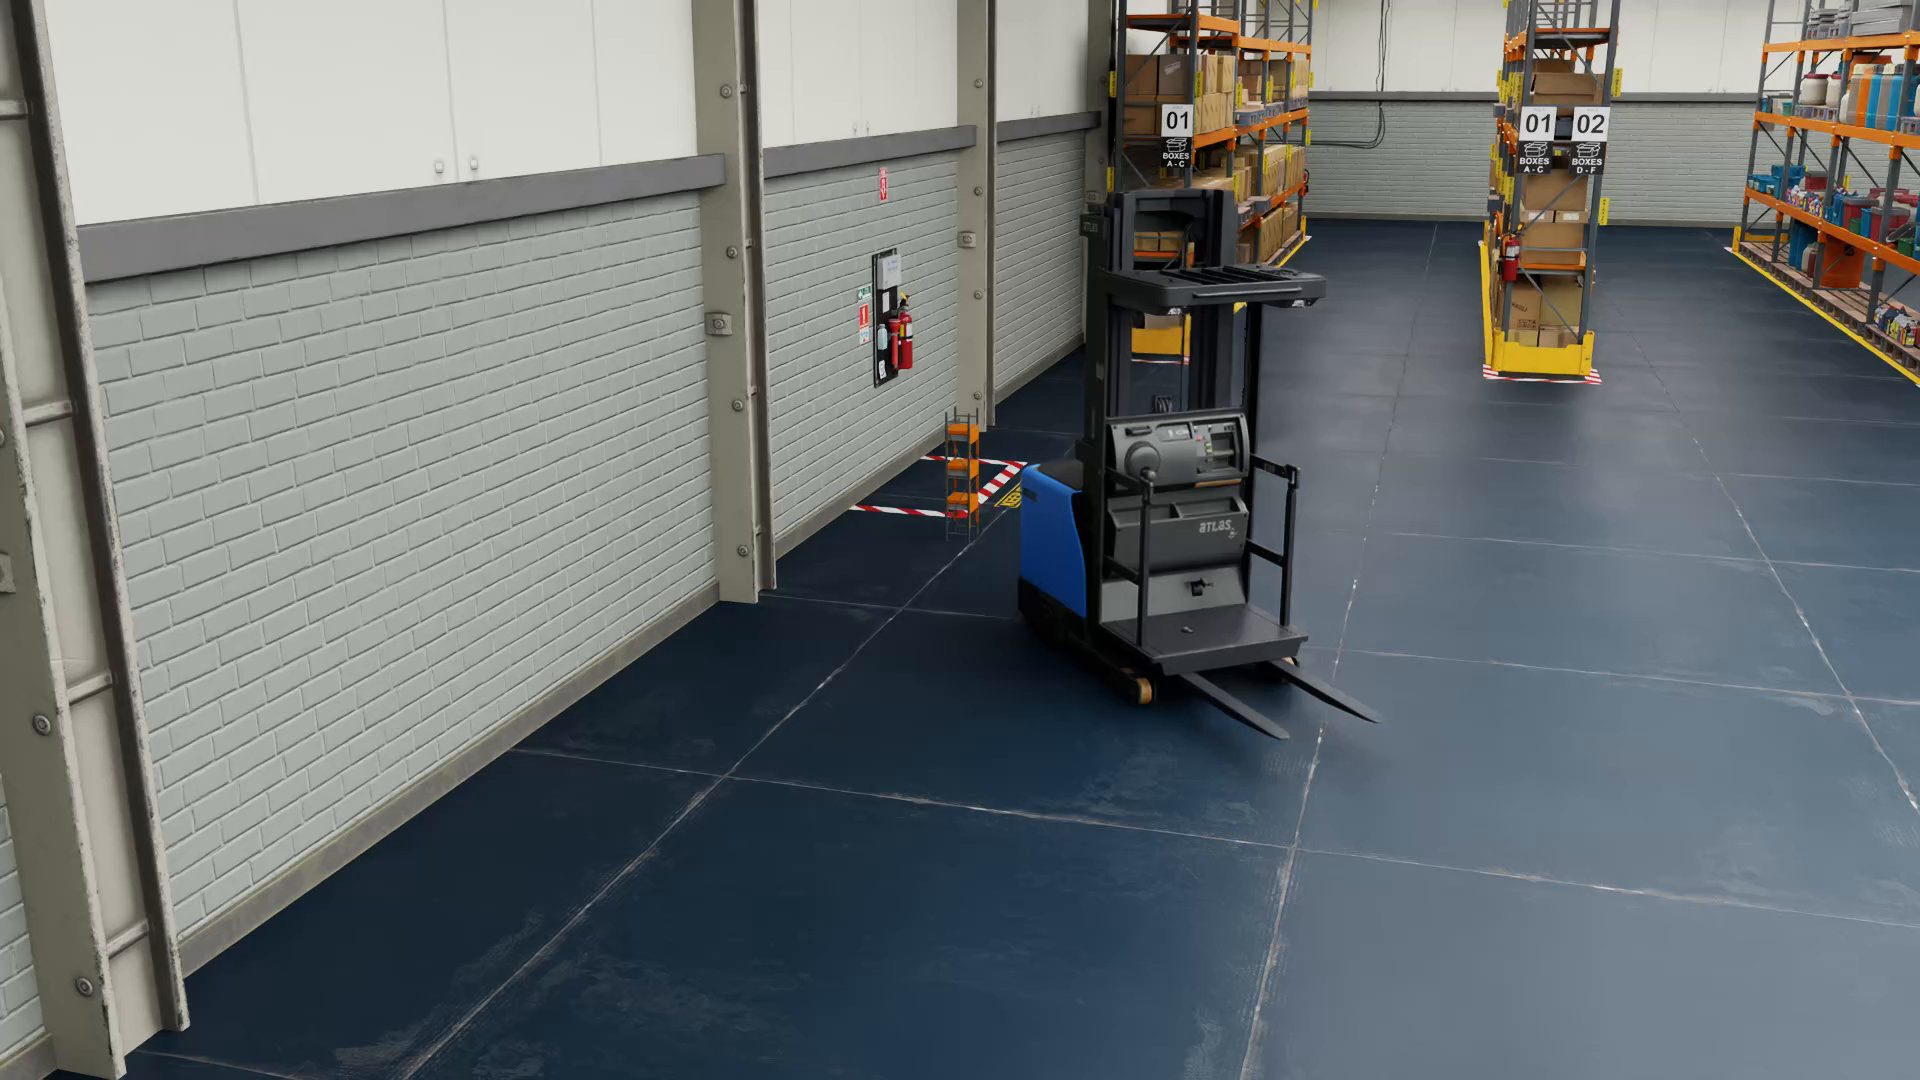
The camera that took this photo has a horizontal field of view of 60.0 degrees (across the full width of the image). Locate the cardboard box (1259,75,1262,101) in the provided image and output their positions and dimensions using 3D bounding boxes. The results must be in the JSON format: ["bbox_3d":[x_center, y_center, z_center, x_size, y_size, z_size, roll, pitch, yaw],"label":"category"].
[{"bbox_3d":[5.129,-8.161,30.117,0.700,0.500,0.500,6,17,19],"label":"cardboard box"}]

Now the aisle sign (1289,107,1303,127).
[{"bbox_3d":[7.357,-9.379,36.136,0.394,0.787,0.004,5,16,16],"label":"aisle sign"}]

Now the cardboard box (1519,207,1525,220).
[{"bbox_3d":[7.252,-4.107,20.942,0.380,0.149,0.250,5,17,17],"label":"cardboard box"}]

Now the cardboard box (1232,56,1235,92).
[{"bbox_3d":[3.757,-6.823,24.339,0.500,0.500,0.500,3,16,11],"label":"cardboard box"}]

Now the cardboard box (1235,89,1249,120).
[{"bbox_3d":[4.319,-7.210,27.531,0.797,0.503,0.637,7,17,24],"label":"cardboard box"}]

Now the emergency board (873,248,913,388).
[{"bbox_3d":[-0.572,-1.984,14.827,0.194,1.169,0.643,5,16,16],"label":"emergency board"}]

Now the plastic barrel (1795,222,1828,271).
[{"bbox_3d":[15.039,-5.185,29.187,0.600,0.901,0.708,5,16,16],"label":"plastic barrel"}]

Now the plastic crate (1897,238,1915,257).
[{"bbox_3d":[12.481,-3.790,21.583,0.450,0.188,0.662,5,16,16],"label":"plastic crate"}]

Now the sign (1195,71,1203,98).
[{"bbox_3d":[3.023,-5.769,21.071,0.100,0.325,0.005,5,16,16],"label":"sign"}]

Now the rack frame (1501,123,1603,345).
[{"bbox_3d":[7.253,-3.564,20.397,1.000,3.000,0.127,5,16,16],"label":"rack frame"}]

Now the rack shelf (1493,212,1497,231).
[{"bbox_3d":[10.095,-5.834,29.719,1.077,0.370,4.000,5,16,16],"label":"rack shelf"}]

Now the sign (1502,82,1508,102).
[{"bbox_3d":[9.007,-7.391,27.447,0.100,0.325,0.005,5,16,16],"label":"sign"}]

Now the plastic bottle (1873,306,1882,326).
[{"bbox_3d":[12.627,-3.075,22.867,0.097,0.271,0.097,0,16,0],"label":"plastic bottle"}]

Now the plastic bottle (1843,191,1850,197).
[{"bbox_3d":[14.967,-5.717,28.079,0.144,0.351,0.185,5,16,16],"label":"plastic bottle"}]

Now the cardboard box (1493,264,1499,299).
[{"bbox_3d":[7.823,-3.622,23.497,0.500,0.500,0.500,5,16,16],"label":"cardboard box"}]

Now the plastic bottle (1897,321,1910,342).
[{"bbox_3d":[12.240,-2.695,21.518,0.152,0.276,0.135,4,16,14],"label":"plastic bottle"}]

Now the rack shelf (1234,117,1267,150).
[{"bbox_3d":[4.208,-6.614,26.971,1.077,0.370,4.000,5,16,16],"label":"rack shelf"}]

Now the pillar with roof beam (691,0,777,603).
[{"bbox_3d":[2.589,-3.610,9.566,9.100,9.000,0.400,5,16,16],"label":"pillar with roof beam"}]

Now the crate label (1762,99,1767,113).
[{"bbox_3d":[15.976,-8.520,32.646,0.408,0.251,0.502,5,16,16],"label":"crate label"}]

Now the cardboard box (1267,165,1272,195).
[{"bbox_3d":[5.317,-6.484,29.929,0.500,0.500,0.500,5,17,18],"label":"cardboard box"}]

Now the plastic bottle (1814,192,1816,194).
[{"bbox_3d":[14.797,-5.913,28.907,0.152,0.276,0.135,5,16,16],"label":"plastic bottle"}]

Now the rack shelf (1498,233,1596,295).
[{"bbox_3d":[7.821,-3.741,22.340,1.077,0.370,4.000,5,16,16],"label":"rack shelf"}]

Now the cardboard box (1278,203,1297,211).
[{"bbox_3d":[7.013,-7.139,35.624,0.380,0.149,0.250,5,17,17],"label":"cardboard box"}]

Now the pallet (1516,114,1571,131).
[{"bbox_3d":[7.824,-5.468,21.774,1.003,0.211,1.213,5,16,16],"label":"pallet"}]

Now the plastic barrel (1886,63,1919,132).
[{"bbox_3d":[13.074,-6.059,22.780,0.600,0.901,0.708,5,16,16],"label":"plastic barrel"}]

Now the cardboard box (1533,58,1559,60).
[{"bbox_3d":[9.656,-7.743,27.618,0.500,0.500,0.500,5,16,16],"label":"cardboard box"}]

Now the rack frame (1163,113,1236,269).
[{"bbox_3d":[3.639,-4.994,25.438,1.000,3.000,0.127,5,16,16],"label":"rack frame"}]

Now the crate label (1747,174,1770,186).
[{"bbox_3d":[16.162,-7.274,33.675,0.416,0.233,0.303,5,16,16],"label":"crate label"}]

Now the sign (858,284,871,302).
[{"bbox_3d":[-0.818,-2.120,14.270,0.001,0.109,0.331,5,16,16],"label":"sign"}]

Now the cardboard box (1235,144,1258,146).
[{"bbox_3d":[5.532,-7.548,32.305,0.500,0.250,0.500,5,17,18],"label":"cardboard box"}]

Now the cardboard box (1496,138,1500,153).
[{"bbox_3d":[10.845,-7.651,32.791,0.500,0.500,0.500,5,17,16],"label":"cardboard box"}]

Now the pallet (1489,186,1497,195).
[{"bbox_3d":[10.331,-6.410,30.785,1.003,0.211,1.213,5,16,16],"label":"pallet"}]

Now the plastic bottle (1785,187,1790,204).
[{"bbox_3d":[14.898,-6.199,29.903,0.061,0.283,0.133,5,16,16],"label":"plastic bottle"}]

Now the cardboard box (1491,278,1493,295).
[{"bbox_3d":[8.666,-4.020,26.274,0.500,0.250,0.500,5,17,17],"label":"cardboard box"}]

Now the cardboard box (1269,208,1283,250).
[{"bbox_3d":[5.853,-6.074,32.418,0.750,0.750,0.750,5,17,17],"label":"cardboard box"}]

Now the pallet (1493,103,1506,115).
[{"bbox_3d":[10.411,-7.891,30.500,1.213,0.211,1.003,5,16,16],"label":"pallet"}]

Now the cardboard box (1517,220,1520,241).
[{"bbox_3d":[7.835,-4.138,22.240,0.700,0.500,0.500,5,17,18],"label":"cardboard box"}]

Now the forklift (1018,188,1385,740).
[{"bbox_3d":[1.426,-0.559,9.928,1.130,2.935,3.031,-6,17,-22],"label":"forklift"}]

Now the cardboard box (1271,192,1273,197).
[{"bbox_3d":[5.685,-6.536,31.299,0.380,0.149,0.250,4,16,14],"label":"cardboard box"}]

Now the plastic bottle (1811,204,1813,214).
[{"bbox_3d":[14.235,-5.532,27.699,0.097,0.201,0.097,0,16,0],"label":"plastic bottle"}]

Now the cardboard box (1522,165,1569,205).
[{"bbox_3d":[7.557,-4.509,21.169,0.700,0.500,0.500,4,16,14],"label":"cardboard box"}]

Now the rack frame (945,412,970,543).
[{"bbox_3d":[-0.019,-0.487,13.123,0.200,1.050,0.008,5,16,16],"label":"rack frame"}]

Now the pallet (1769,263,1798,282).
[{"bbox_3d":[15.152,-4.778,29.788,1.003,0.211,1.213,5,16,16],"label":"pallet"}]

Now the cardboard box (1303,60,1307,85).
[{"bbox_3d":[6.950,-9.772,34.736,0.500,0.500,0.500,5,17,18],"label":"cardboard box"}]

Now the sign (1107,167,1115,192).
[{"bbox_3d":[1.976,-4.704,21.717,0.100,0.325,0.005,5,16,16],"label":"sign"}]

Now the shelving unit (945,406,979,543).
[{"bbox_3d":[0.015,-0.519,13.235,0.215,1.050,0.252,5,16,16],"label":"shelving unit"}]

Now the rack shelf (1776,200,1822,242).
[{"bbox_3d":[14.843,-5.449,28.362,1.077,0.370,4.000,5,16,16],"label":"rack shelf"}]

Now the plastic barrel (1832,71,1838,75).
[{"bbox_3d":[15.346,-7.799,28.719,0.600,0.588,0.600,0,16,0],"label":"plastic barrel"}]

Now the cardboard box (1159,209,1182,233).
[{"bbox_3d":[2.926,-4.347,22.022,0.500,0.500,0.500,5,16,16],"label":"cardboard box"}]

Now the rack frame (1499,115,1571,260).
[{"bbox_3d":[8.390,-4.610,24.087,1.000,3.000,0.127,5,16,16],"label":"rack frame"}]

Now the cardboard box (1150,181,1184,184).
[{"bbox_3d":[3.008,-4.920,24.042,0.500,0.500,0.500,5,17,17],"label":"cardboard box"}]

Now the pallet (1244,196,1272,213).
[{"bbox_3d":[4.676,-5.753,28.467,1.213,0.211,1.003,5,16,16],"label":"pallet"}]
